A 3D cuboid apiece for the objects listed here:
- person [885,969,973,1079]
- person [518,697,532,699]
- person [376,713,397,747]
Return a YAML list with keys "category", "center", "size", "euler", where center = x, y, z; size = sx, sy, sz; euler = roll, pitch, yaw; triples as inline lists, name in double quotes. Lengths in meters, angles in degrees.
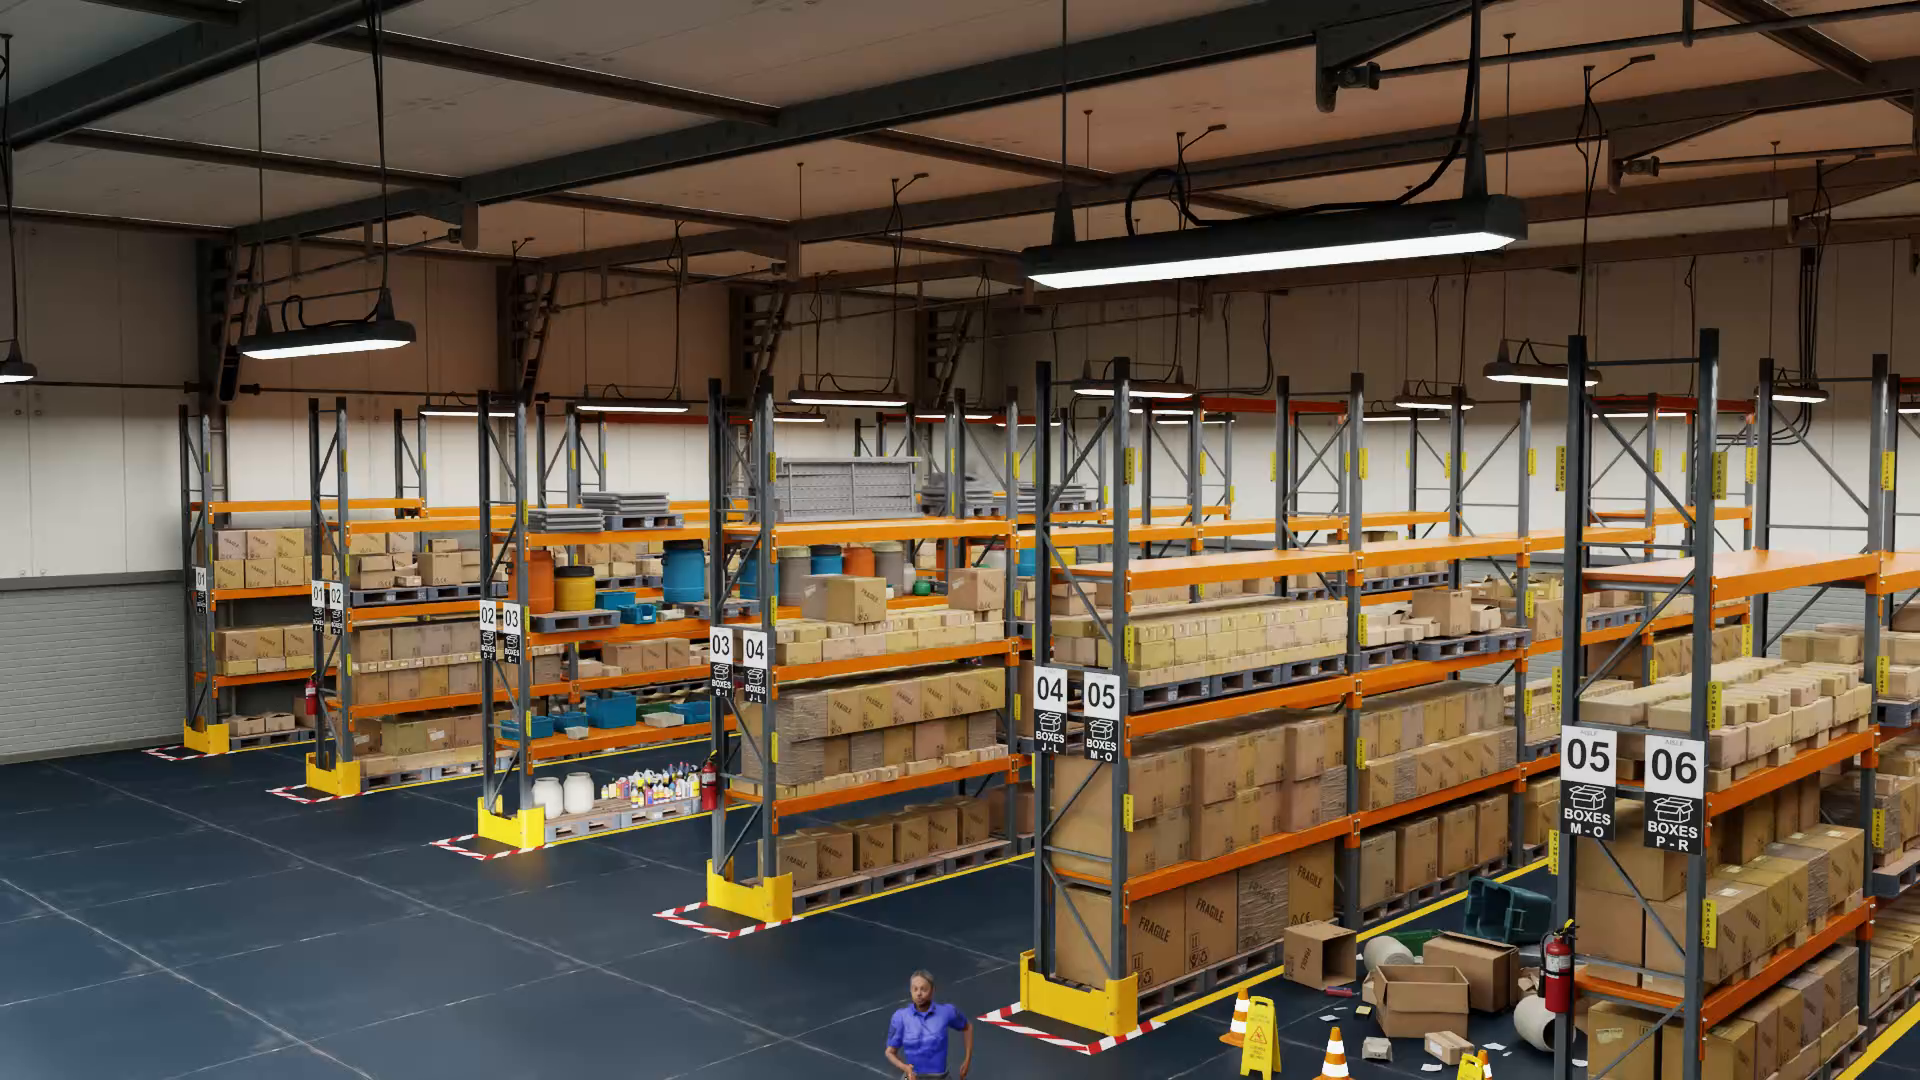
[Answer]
- category: "person"
  center: [-0.216, 3.770, 11.320]
  size: [0.581, 1.674, 0.734]
  euler: [0, 3, 5]
- category: "person"
  center: [-7.854, 2.706, 30.267]
  size: [0.655, 1.759, 0.744]
  euler: [2, 4, 32]
- category: "person"
  center: [-9.484, 2.852, 27.741]
  size: [0.547, 1.732, 0.847]
  euler: [2, 4, 39]
